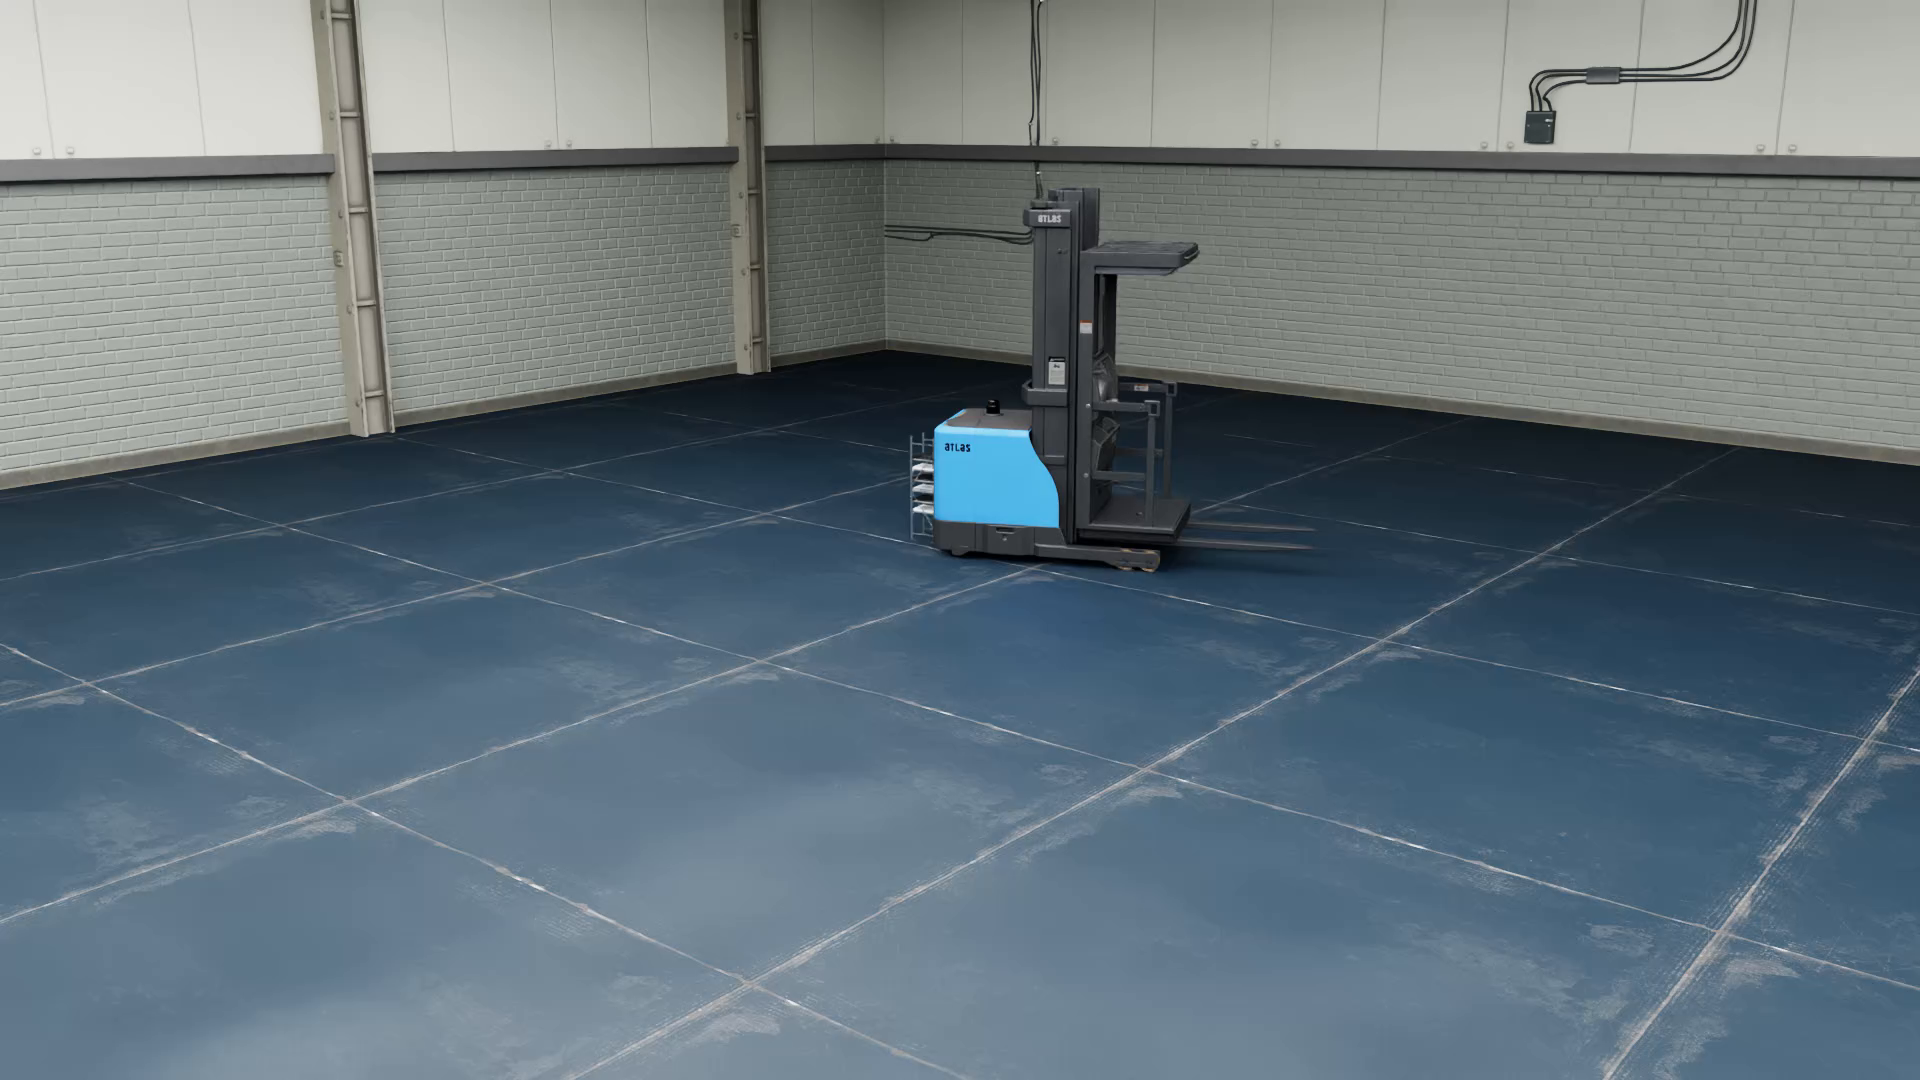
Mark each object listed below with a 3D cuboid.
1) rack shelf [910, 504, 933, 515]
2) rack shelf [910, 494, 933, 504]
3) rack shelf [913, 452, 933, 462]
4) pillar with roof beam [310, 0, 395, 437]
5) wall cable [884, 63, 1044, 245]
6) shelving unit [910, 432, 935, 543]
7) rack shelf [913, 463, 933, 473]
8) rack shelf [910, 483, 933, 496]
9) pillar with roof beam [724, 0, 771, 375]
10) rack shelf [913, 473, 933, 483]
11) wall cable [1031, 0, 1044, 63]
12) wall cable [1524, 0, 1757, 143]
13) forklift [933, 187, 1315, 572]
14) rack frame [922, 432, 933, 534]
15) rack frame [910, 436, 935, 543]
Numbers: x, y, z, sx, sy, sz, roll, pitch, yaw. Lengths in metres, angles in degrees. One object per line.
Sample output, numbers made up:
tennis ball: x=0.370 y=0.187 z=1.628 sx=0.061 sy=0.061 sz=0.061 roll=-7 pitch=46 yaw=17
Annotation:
rack shelf: x=-0.262 y=-0.236 z=14.092 sx=0.258 sy=0.077 sz=0.200 roll=8 pitch=16 yaw=27
rack shelf: x=-0.262 y=-0.324 z=14.070 sx=0.258 sy=0.077 sz=0.200 roll=8 pitch=16 yaw=27
rack shelf: x=-0.262 y=-0.672 z=13.981 sx=0.258 sy=0.077 sz=0.200 roll=8 pitch=16 yaw=27
pillar with roof beam: x=-3.334 y=-4.913 z=15.186 sx=9.100 sy=9.000 sz=0.400 roll=11 pitch=18 yaw=38
wall cable: x=-0.031 y=-5.583 z=24.129 sx=3.097 sy=2.526 sz=0.112 roll=11 pitch=18 yaw=38
shelving unit: x=-0.262 y=-0.443 z=14.039 sx=0.258 sy=0.900 sz=0.210 roll=8 pitch=16 yaw=27
rack shelf: x=-0.262 y=-0.585 z=14.003 sx=0.258 sy=0.077 sz=0.200 roll=8 pitch=16 yaw=27
rack shelf: x=-0.262 y=-0.411 z=14.048 sx=0.258 sy=0.077 sz=0.200 roll=8 pitch=16 yaw=27
pillar with roof beam: x=0.437 y=-6.062 z=19.709 sx=9.100 sy=9.000 sz=0.400 roll=11 pitch=18 yaw=38
rack shelf: x=-0.262 y=-0.498 z=14.025 sx=0.258 sy=0.077 sz=0.200 roll=8 pitch=16 yaw=27
wall cable: x=2.073 y=-7.612 z=21.859 sx=3.097 sy=2.526 sz=0.112 roll=11 pitch=18 yaw=38
wall cable: x=7.343 y=-7.264 z=17.533 sx=2.305 sy=6.003 sz=0.169 roll=11 pitch=18 yaw=38
forklift: x=1.354 y=-1.312 z=13.335 sx=3.031 sy=2.935 sz=1.130 roll=4 pitch=15 yaw=14
rack frame: x=-0.214 y=-0.465 z=14.126 sx=0.240 sy=0.900 sz=0.006 roll=8 pitch=16 yaw=27
rack frame: x=-0.310 y=-0.421 z=13.953 sx=0.240 sy=0.900 sz=0.006 roll=8 pitch=16 yaw=27
